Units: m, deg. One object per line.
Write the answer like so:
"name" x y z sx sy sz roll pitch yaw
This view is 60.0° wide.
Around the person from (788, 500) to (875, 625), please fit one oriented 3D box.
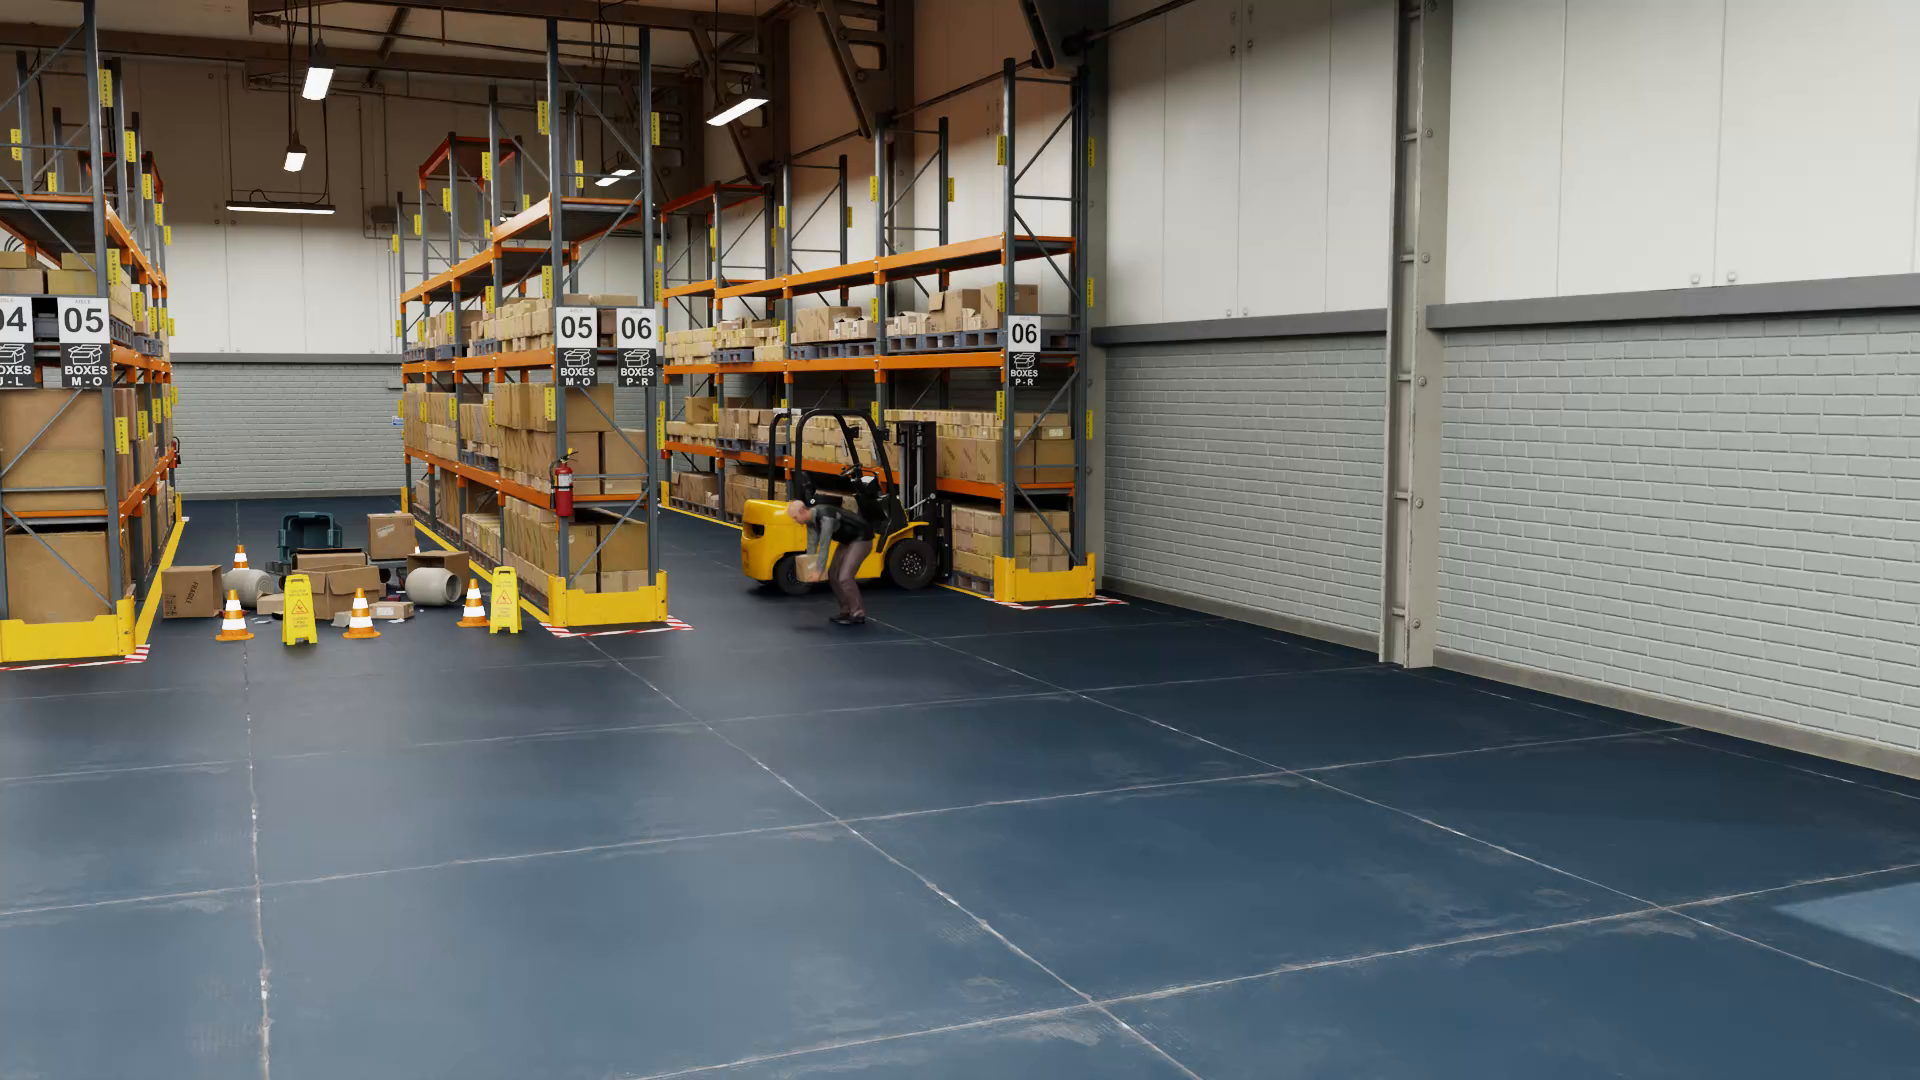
"person" -1.318 0.220 16.934 0.908 1.276 0.475 -3 6 -26
